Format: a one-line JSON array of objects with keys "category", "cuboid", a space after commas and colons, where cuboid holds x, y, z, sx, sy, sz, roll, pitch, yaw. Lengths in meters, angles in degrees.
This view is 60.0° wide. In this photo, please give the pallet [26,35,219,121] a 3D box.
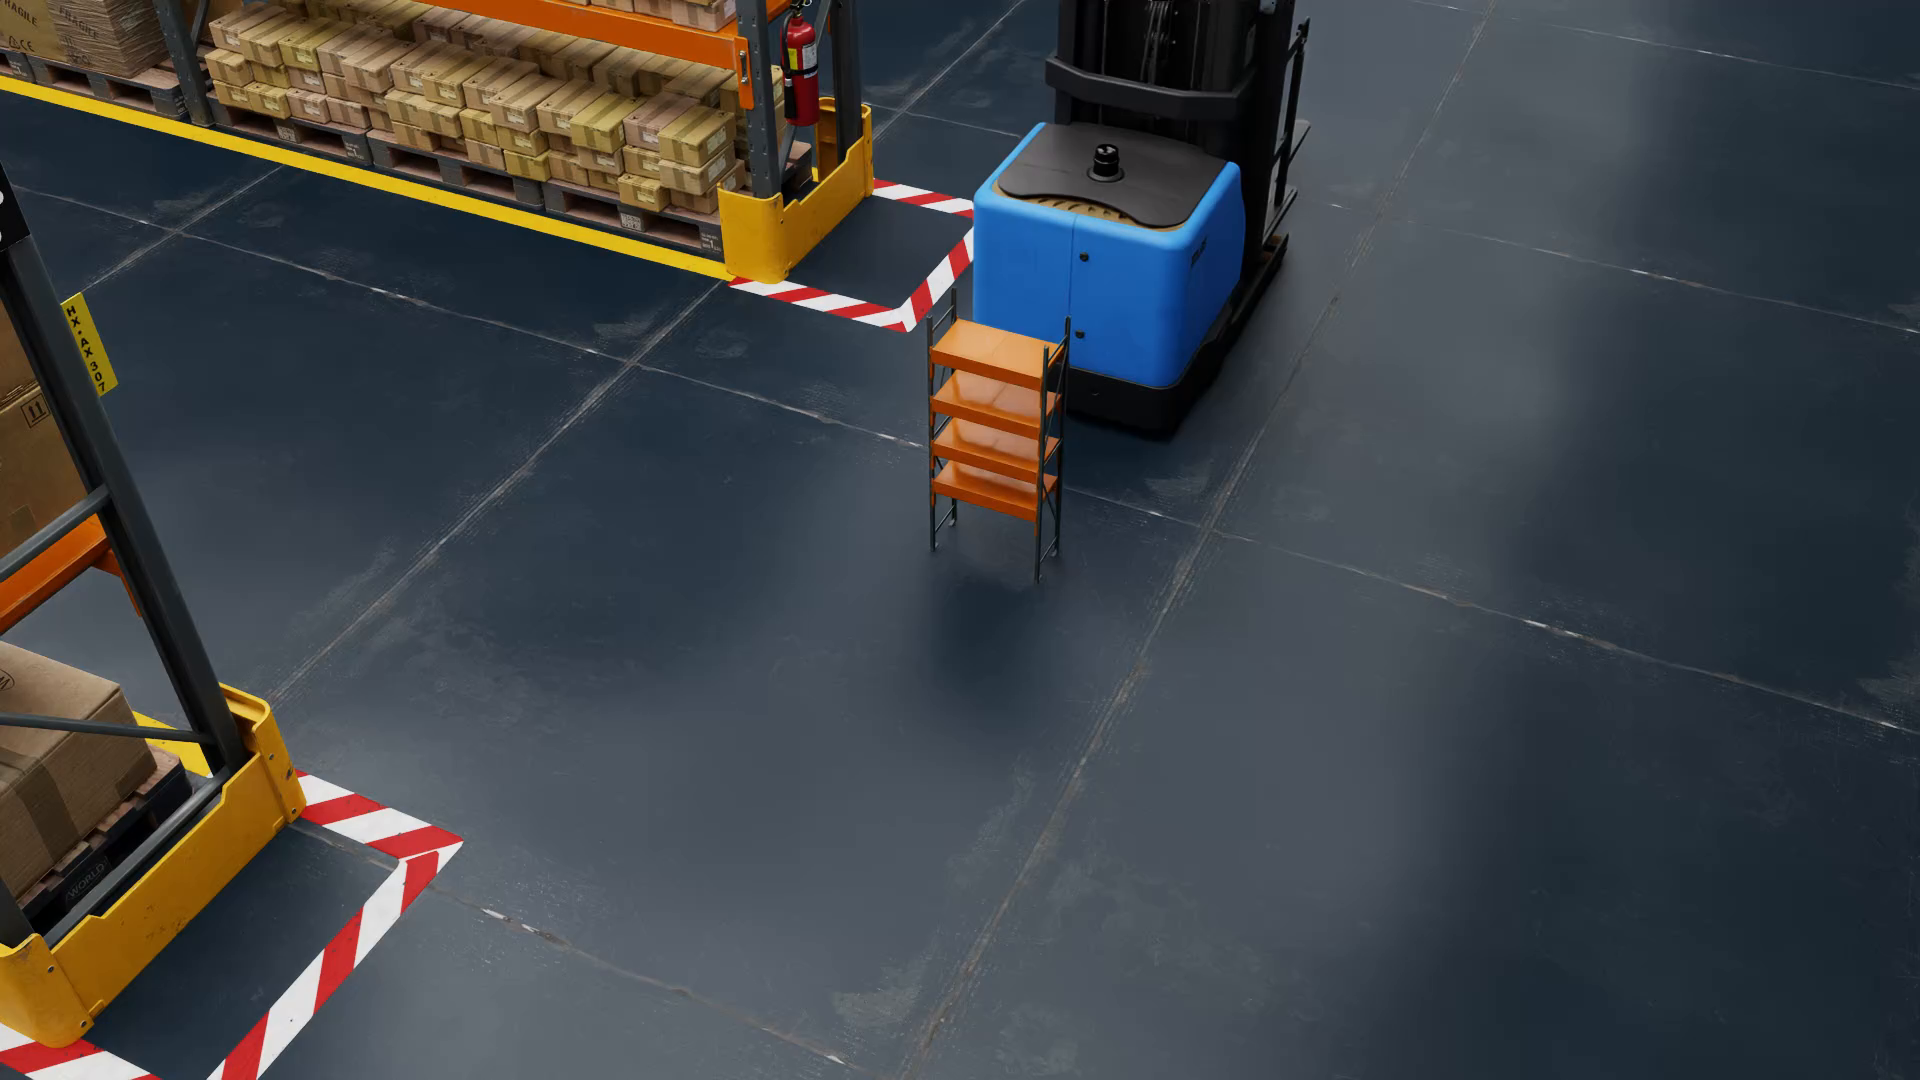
[{"category": "pallet", "cuboid": [-5.139, -3.116, 10.684, 1.213, 0.211, 1.003, 17, 44, 19]}]

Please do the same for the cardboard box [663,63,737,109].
[{"category": "cardboard box", "cuboid": [-1.440, -2.505, 9.252, 0.250, 0.149, 0.380, 18, 44, 19]}]

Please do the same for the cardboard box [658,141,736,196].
[{"category": "cardboard box", "cuboid": [-1.407, -2.018, 8.917, 0.250, 0.149, 0.380, 16, 43, 18]}]

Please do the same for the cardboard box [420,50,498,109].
[{"category": "cardboard box", "cuboid": [-2.803, -2.595, 9.355, 0.250, 0.149, 0.380, 17, 44, 19]}]

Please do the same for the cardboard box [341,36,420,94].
[{"category": "cardboard box", "cuboid": [-3.292, -2.713, 9.491, 0.250, 0.149, 0.380, 18, 44, 20]}]

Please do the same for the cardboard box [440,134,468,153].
[{"category": "cardboard box", "cuboid": [-2.776, -2.382, 9.564, 0.250, 0.149, 0.380, 18, 44, 20]}]

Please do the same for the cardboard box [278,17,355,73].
[{"category": "cardboard box", "cuboid": [-3.734, -2.890, 9.696, 0.250, 0.149, 0.380, 16, 44, 18]}]

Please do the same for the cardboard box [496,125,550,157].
[{"category": "cardboard box", "cuboid": [-2.353, -2.296, 9.238, 0.250, 0.149, 0.380, 18, 44, 19]}]

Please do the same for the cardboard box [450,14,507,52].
[{"category": "cardboard box", "cuboid": [-2.787, -2.999, 9.822, 0.250, 0.149, 0.380, 16, 43, 17]}]

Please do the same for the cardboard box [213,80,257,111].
[{"category": "cardboard box", "cuboid": [-4.239, -2.745, 9.982, 0.250, 0.149, 0.380, 15, 43, 17]}]

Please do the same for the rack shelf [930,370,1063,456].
[{"category": "rack shelf", "cuboid": [0.150, -0.526, 6.702, 0.480, 0.148, 0.258, 17, 44, 19]}]

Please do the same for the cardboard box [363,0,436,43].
[{"category": "cardboard box", "cuboid": [-3.321, -3.087, 9.923, 0.250, 0.149, 0.380, 18, 44, 20]}]

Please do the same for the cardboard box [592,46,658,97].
[{"category": "cardboard box", "cuboid": [-1.874, -2.670, 9.442, 0.250, 0.149, 0.380, 15, 43, 17]}]

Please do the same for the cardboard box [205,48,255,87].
[{"category": "cardboard box", "cuboid": [-4.240, -2.858, 9.886, 0.250, 0.149, 0.380, 19, 44, 21]}]

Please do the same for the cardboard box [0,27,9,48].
[{"category": "cardboard box", "cuboid": [-6.138, -3.511, 10.599, 0.500, 0.500, 0.500, 16, 43, 18]}]

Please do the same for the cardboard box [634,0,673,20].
[{"category": "cardboard box", "cuboid": [-1.433, -2.766, 8.343, 0.250, 0.149, 0.380, 17, 44, 19]}]

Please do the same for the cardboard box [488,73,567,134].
[{"category": "cardboard box", "cuboid": [-2.362, -2.400, 9.131, 0.250, 0.149, 0.380, 19, 44, 20]}]

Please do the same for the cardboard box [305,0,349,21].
[{"category": "cardboard box", "cuboid": [-3.752, -3.270, 10.134, 0.250, 0.149, 0.380, 18, 44, 19]}]

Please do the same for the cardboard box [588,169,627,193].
[{"category": "cardboard box", "cuboid": [-1.852, -2.086, 9.222, 0.250, 0.149, 0.380, 17, 44, 18]}]

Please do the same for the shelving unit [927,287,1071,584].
[{"category": "shelving unit", "cuboid": [0.150, -0.408, 6.804, 0.503, 1.200, 0.258, 17, 44, 19]}]

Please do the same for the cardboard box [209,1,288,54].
[{"category": "cardboard box", "cuboid": [-4.208, -3.043, 9.872, 0.250, 0.149, 0.380, 19, 44, 20]}]

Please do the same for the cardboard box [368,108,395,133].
[{"category": "cardboard box", "cuboid": [-3.241, -2.539, 9.745, 0.250, 0.149, 0.380, 15, 43, 17]}]

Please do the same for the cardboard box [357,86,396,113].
[{"category": "cardboard box", "cuboid": [-3.254, -2.629, 9.622, 0.250, 0.149, 0.380, 19, 44, 21]}]

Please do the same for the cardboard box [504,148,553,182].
[{"category": "cardboard box", "cuboid": [-2.339, -2.180, 9.331, 0.250, 0.149, 0.380, 15, 43, 17]}]

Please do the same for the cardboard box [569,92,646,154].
[{"category": "cardboard box", "cuboid": [-1.887, -2.249, 8.957, 0.250, 0.149, 0.380, 16, 43, 18]}]

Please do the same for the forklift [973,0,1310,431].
[{"category": "forklift", "cuboid": [1.116, -2.582, 7.991, 1.130, 2.935, 3.031, 17, 44, 18]}]

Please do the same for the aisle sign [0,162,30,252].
[{"category": "aisle sign", "cuboid": [-2.622, -1.016, 4.147, 0.004, 0.787, 0.394, 17, 44, 19]}]

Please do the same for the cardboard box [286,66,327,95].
[{"category": "cardboard box", "cuboid": [-3.736, -2.795, 9.814, 0.250, 0.149, 0.380, 17, 44, 18]}]

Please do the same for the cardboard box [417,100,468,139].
[{"category": "cardboard box", "cuboid": [-2.839, -2.438, 9.402, 0.250, 0.149, 0.380, 17, 44, 19]}]

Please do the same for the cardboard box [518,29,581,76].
[{"category": "cardboard box", "cuboid": [-2.340, -2.853, 9.653, 0.250, 0.149, 0.380, 18, 44, 19]}]

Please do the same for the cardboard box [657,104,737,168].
[{"category": "cardboard box", "cuboid": [-1.395, -2.150, 8.842, 0.250, 0.149, 0.380, 17, 44, 19]}]

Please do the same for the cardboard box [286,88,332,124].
[{"category": "cardboard box", "cuboid": [-3.750, -2.633, 9.854, 0.250, 0.149, 0.380, 17, 44, 18]}]

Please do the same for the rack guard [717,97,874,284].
[{"category": "rack guard", "cuboid": [-0.877, -1.924, 9.088, 0.348, 0.500, 1.175, 17, 44, 19]}]

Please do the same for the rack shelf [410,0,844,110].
[{"category": "rack shelf", "cuboid": [-2.621, -3.129, 9.119, 4.000, 0.370, 1.077, 17, 44, 19]}]

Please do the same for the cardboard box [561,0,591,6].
[{"category": "cardboard box", "cuboid": [-1.907, -2.883, 8.478, 0.250, 0.149, 0.380, 18, 44, 20]}]

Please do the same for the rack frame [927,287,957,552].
[{"category": "rack frame", "cuboid": [-0.071, -0.475, 6.882, 0.015, 1.200, 0.240, 17, 44, 19]}]

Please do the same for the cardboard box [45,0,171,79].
[{"category": "cardboard box", "cuboid": [-5.210, -3.224, 10.268, 0.500, 0.500, 0.500, 16, 43, 18]}]

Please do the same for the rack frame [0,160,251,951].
[{"category": "rack frame", "cuboid": [-2.809, 0.119, 4.823, 0.127, 3.000, 1.000, 17, 44, 19]}]

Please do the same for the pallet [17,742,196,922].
[{"category": "pallet", "cuboid": [-3.567, 0.998, 5.938, 1.213, 0.211, 1.003, 17, 44, 19]}]

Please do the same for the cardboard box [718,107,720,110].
[{"category": "cardboard box", "cuboid": [-1.399, -2.448, 9.413, 0.250, 0.149, 0.380, 17, 44, 18]}]

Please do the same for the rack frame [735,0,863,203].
[{"category": "rack frame", "cuboid": [-0.808, -2.847, 8.245, 0.127, 3.000, 1.000, 17, 44, 19]}]

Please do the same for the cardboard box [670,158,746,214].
[{"category": "cardboard box", "cuboid": [-1.373, -1.950, 9.066, 0.250, 0.149, 0.380, 18, 44, 19]}]

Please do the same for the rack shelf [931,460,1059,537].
[{"category": "rack shelf", "cuboid": [0.150, -0.207, 6.978, 0.480, 0.148, 0.258, 17, 44, 19]}]

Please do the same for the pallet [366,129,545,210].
[{"category": "pallet", "cuboid": [-2.700, -2.399, 9.857, 1.213, 0.211, 1.003, 17, 44, 19]}]

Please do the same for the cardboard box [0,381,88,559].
[{"category": "cardboard box", "cuboid": [-3.123, -0.222, 5.140, 0.500, 0.500, 0.500, 17, 44, 18]}]

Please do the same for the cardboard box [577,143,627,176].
[{"category": "cardboard box", "cuboid": [-1.879, -2.161, 9.081, 0.250, 0.149, 0.380, 15, 43, 17]}]

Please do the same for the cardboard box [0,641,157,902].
[{"category": "cardboard box", "cuboid": [-3.450, 0.805, 5.667, 0.875, 0.438, 0.875, 16, 43, 17]}]

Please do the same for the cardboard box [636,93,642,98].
[{"category": "cardboard box", "cuboid": [-1.844, -2.598, 9.587, 0.250, 0.149, 0.380, 18, 44, 20]}]
